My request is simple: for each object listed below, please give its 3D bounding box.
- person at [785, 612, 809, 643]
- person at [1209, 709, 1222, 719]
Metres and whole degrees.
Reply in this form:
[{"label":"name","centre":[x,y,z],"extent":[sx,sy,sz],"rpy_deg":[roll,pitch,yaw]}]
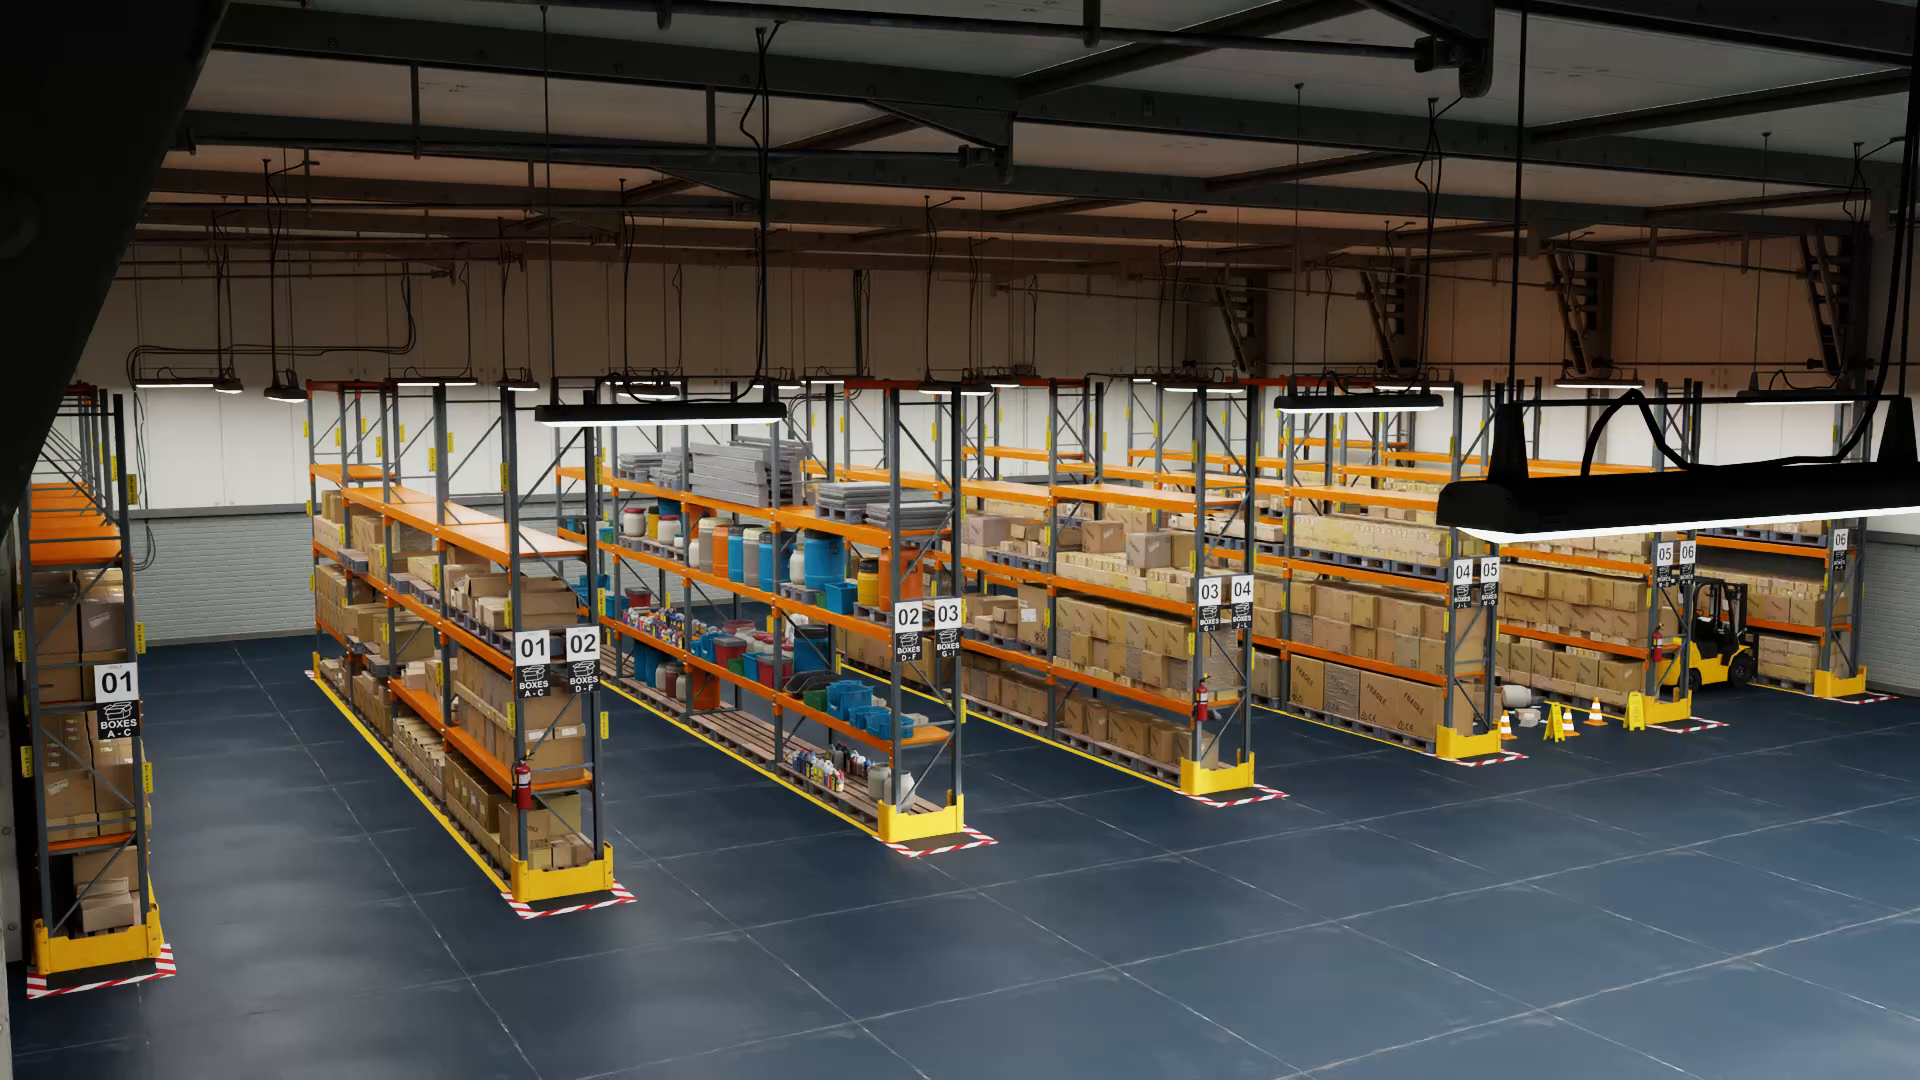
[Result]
[{"label":"person","centre":[-3.098,1.931,31.929],"extent":[0.515,1.573,0.556],"rpy_deg":[0,6,2]},{"label":"person","centre":[4.343,2.302,29.775],"extent":[0.589,1.691,0.878],"rpy_deg":[0,6,-2]}]
